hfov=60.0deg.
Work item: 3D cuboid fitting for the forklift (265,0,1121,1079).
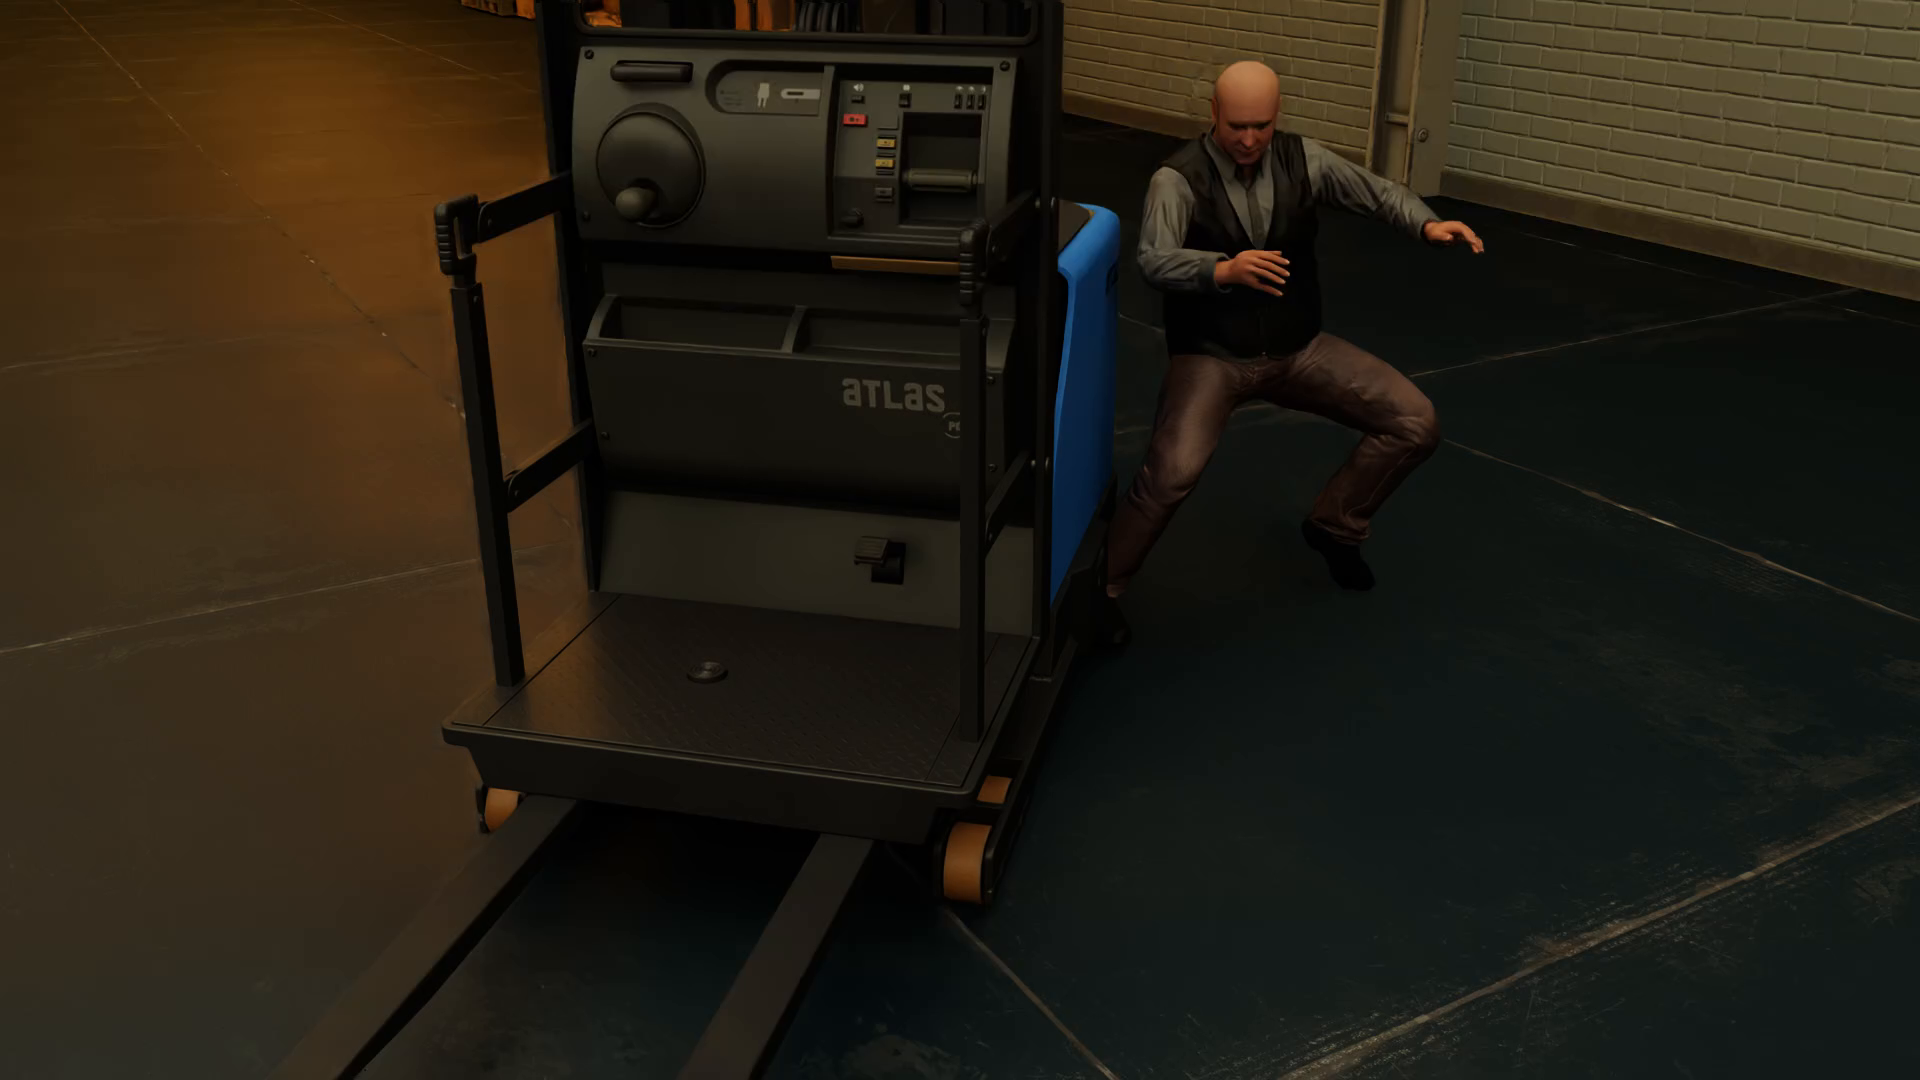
[{"bbox_3d":[-0.395,-0.782,3.179,1.130,2.935,3.031,5,23,13],"label":"forklift"}]

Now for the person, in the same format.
[{"bbox_3d":[0.785,-0.490,4.419,0.992,1.498,0.759,-3,23,-8],"label":"person"}]
